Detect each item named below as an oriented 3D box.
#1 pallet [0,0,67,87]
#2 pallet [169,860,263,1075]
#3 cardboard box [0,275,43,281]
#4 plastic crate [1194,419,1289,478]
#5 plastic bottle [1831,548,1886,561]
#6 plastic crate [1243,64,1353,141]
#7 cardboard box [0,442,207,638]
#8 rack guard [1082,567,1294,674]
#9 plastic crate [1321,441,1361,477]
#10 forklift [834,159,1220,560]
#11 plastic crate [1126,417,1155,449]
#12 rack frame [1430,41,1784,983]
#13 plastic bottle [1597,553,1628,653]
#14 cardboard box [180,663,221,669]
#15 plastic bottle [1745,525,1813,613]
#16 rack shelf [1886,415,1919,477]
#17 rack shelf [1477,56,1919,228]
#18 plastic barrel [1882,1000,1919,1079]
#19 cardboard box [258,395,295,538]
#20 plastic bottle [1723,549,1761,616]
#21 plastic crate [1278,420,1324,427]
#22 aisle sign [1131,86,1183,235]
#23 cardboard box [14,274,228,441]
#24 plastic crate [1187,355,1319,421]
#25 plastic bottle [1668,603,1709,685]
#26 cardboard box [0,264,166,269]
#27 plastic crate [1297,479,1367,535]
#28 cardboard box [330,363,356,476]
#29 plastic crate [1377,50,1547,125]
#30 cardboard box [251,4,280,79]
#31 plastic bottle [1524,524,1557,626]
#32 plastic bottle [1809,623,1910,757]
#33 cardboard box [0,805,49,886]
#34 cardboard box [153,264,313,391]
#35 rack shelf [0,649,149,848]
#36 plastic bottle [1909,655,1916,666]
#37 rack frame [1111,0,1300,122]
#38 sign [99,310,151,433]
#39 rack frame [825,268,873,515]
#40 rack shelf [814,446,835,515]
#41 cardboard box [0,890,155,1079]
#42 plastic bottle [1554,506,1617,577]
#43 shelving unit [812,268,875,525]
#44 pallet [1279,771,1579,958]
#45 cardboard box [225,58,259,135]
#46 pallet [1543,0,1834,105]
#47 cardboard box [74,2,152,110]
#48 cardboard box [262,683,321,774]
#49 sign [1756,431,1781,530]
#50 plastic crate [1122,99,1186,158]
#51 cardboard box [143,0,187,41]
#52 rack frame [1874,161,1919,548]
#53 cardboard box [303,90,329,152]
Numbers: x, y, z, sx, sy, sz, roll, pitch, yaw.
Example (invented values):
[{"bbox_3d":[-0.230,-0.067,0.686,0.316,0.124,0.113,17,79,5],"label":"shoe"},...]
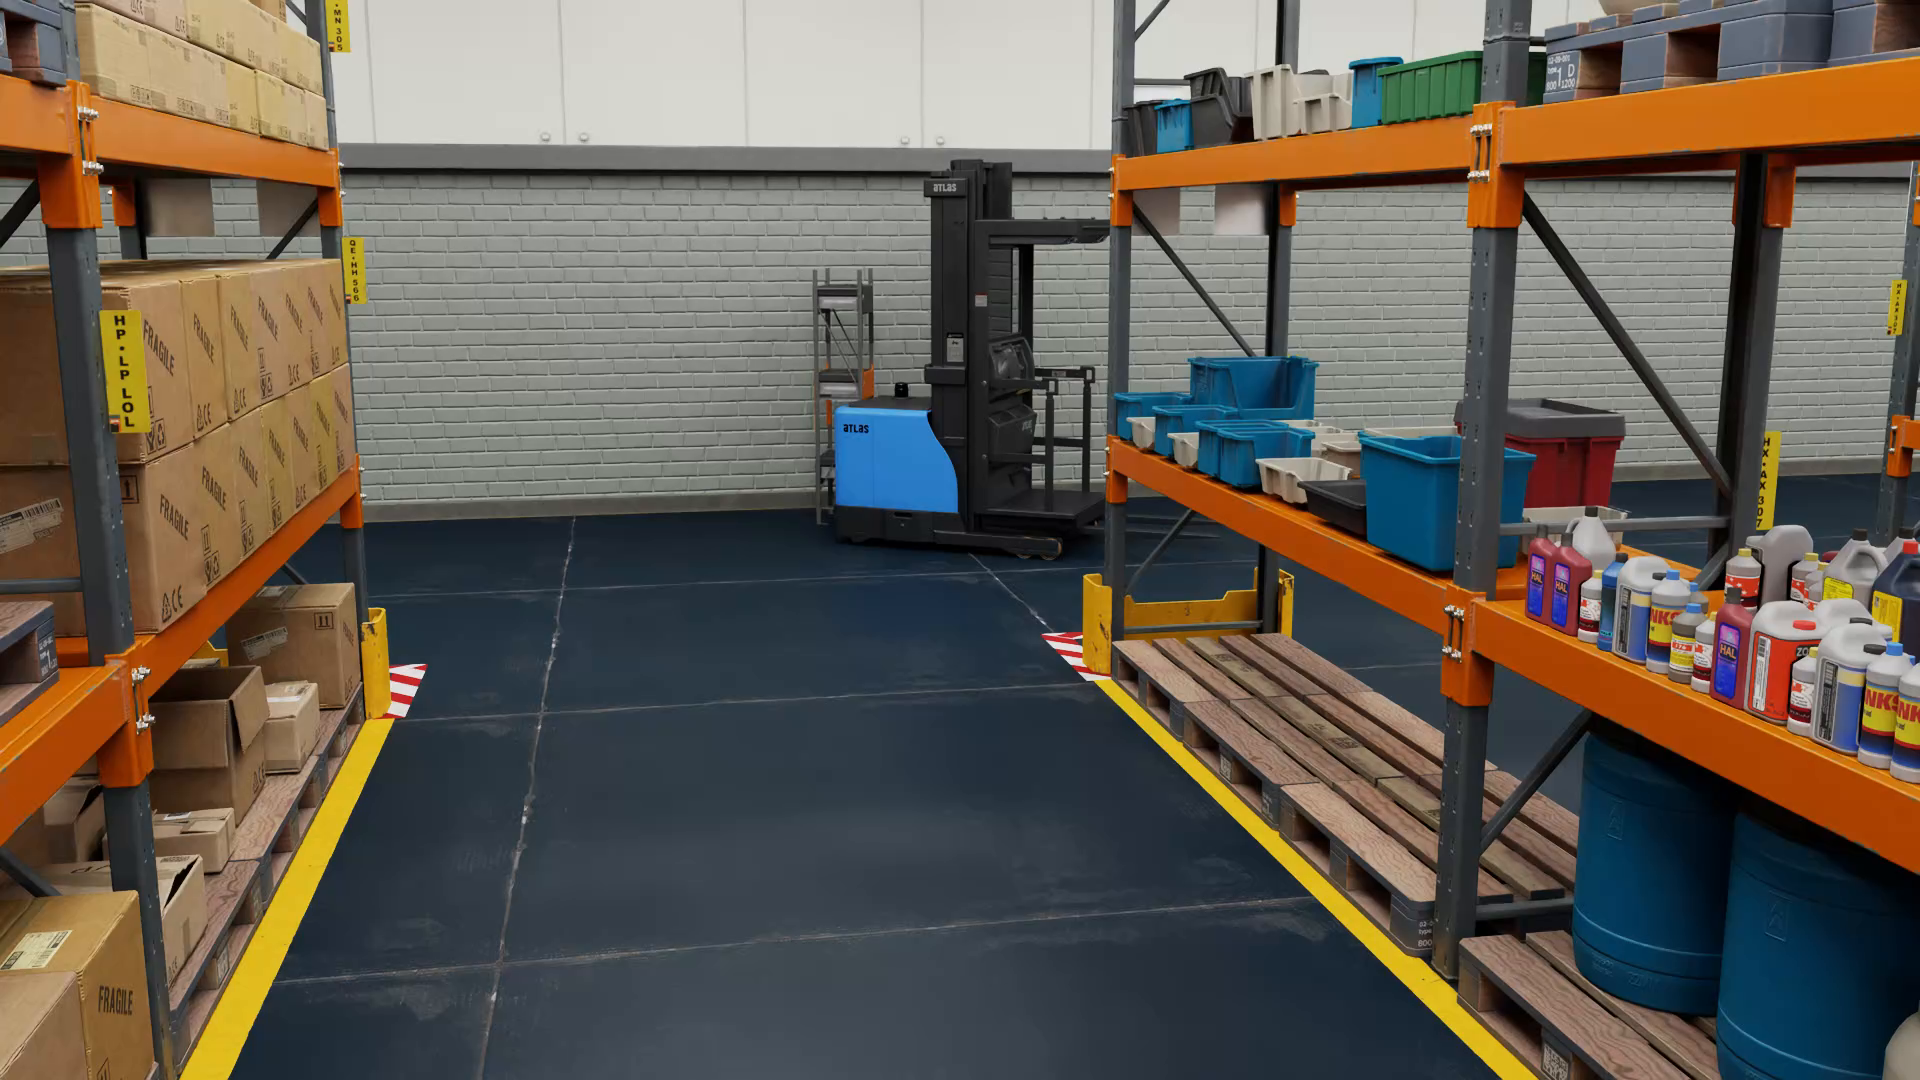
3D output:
[{"bbox_3d":[-2.710,-1.117,3.525,1.213,0.211,1.003,-2,11,-11],"label":"pallet"},{"bbox_3d":[-2.900,1.386,5.353,1.003,0.211,1.213,-2,11,-11],"label":"pallet"},{"bbox_3d":[-3.222,-0.576,5.258,0.500,0.500,0.500,-2,11,-12],"label":"cardboard box"},{"bbox_3d":[1.295,-0.420,7.668,0.416,0.233,0.300,-2,11,-11],"label":"plastic crate"},{"bbox_3d":[2.557,0.151,4.714,0.152,0.276,0.135,-2,11,-11],"label":"plastic bottle"},{"bbox_3d":[1.442,-1.769,6.763,0.437,0.282,0.530,-2,11,-11],"label":"plastic crate"},{"bbox_3d":[-2.600,-0.011,4.964,0.500,0.500,0.500,-2,11,-10],"label":"cardboard box"},{"bbox_3d":[1.296,0.453,9.482,1.175,0.500,0.348,-2,11,-11],"label":"rack guard"},{"bbox_3d":[1.846,-0.371,7.668,0.298,0.136,0.250,-2,11,-11],"label":"plastic crate"},{"bbox_3d":[0.584,-1.399,12.709,3.031,2.935,1.130,4,11,20],"label":"forklift"},{"bbox_3d":[1.020,-0.552,8.621,0.250,0.136,0.298,-2,11,-11],"label":"plastic crate"},{"bbox_3d":[2.092,-0.038,5.373,1.000,3.000,0.127,-2,11,-11],"label":"rack frame"},{"bbox_3d":[1.830,0.171,4.620,0.097,0.271,0.097,0,11,0],"label":"plastic bottle"},{"bbox_3d":[-3.621,0.744,7.440,0.500,0.250,0.500,-2,11,-11],"label":"cardboard box"},{"bbox_3d":[2.486,0.084,5.066,0.152,0.276,0.135,-2,11,-11],"label":"plastic bottle"},{"bbox_3d":[6.561,-0.231,8.314,1.077,0.370,4.000,-2,11,-11],"label":"rack shelf"},{"bbox_3d":[2.481,-0.791,3.232,1.077,0.370,4.000,-2,11,-11],"label":"rack shelf"},{"bbox_3d":[2.341,1.315,3.795,0.421,0.512,0.421,0,11,0],"label":"plastic barrel"},{"bbox_3d":[-2.898,-0.290,6.429,0.500,0.500,0.500,-2,11,-12],"label":"cardboard box"},{"bbox_3d":[2.367,0.128,5.032,0.097,0.201,0.097,0,11,0],"label":"plastic bottle"},{"bbox_3d":[1.650,-0.528,8.495,0.396,0.136,0.243,-2,11,-11],"label":"plastic crate"},{"bbox_3d":[1.009,-2.051,8.997,0.394,0.787,0.004,-2,11,-11],"label":"aisle sign"},{"bbox_3d":[-2.684,-0.590,5.332,0.500,0.500,0.500,-2,11,-13],"label":"cardboard box"},{"bbox_3d":[1.562,-0.764,8.931,0.616,0.435,0.499,-2,11,-11],"label":"plastic crate"},{"bbox_3d":[1.894,0.266,4.309,0.097,0.201,0.097,0,11,0],"label":"plastic bottle"},{"bbox_3d":[-3.516,-0.854,6.718,0.500,0.500,0.500,-2,11,-10],"label":"cardboard box"},{"bbox_3d":[1.611,-0.128,6.420,0.437,0.125,0.590,-2,11,-11],"label":"plastic crate"},{"bbox_3d":[-3.192,-0.569,7.896,0.500,0.500,0.500,-2,11,-9],"label":"cardboard box"},{"bbox_3d":[1.713,-1.474,5.463,0.450,0.188,0.662,-2,11,-11],"label":"plastic crate"},{"bbox_3d":[-3.005,-1.969,6.561,0.500,0.250,0.500,-2,11,-11],"label":"cardboard box"},{"bbox_3d":[1.745,0.102,4.949,0.061,0.283,0.133,-2,11,-11],"label":"plastic bottle"},{"bbox_3d":[2.033,0.334,3.750,0.152,0.276,0.135,-2,11,-11],"label":"plastic bottle"},{"bbox_3d":[-3.157,1.059,5.117,0.500,0.500,0.500,-2,11,-11],"label":"cardboard box"},{"bbox_3d":[-2.985,-0.873,6.820,0.500,0.500,0.500,-2,11,-9],"label":"cardboard box"},{"bbox_3d":[-2.379,0.862,2.570,1.077,0.370,4.000,-2,11,-11],"label":"rack shelf"},{"bbox_3d":[2.152,0.363,3.799,0.097,0.201,0.097,0,11,0],"label":"plastic bottle"},{"bbox_3d":[1.314,-3.719,8.666,1.000,3.000,0.127,-2,11,-11],"label":"rack frame"},{"bbox_3d":[-2.224,-0.448,4.431,0.100,0.325,0.005,-2,11,-11],"label":"sign"},{"bbox_3d":[-0.931,-1.247,14.135,0.400,2.100,0.015,1,11,7],"label":"rack frame"},{"bbox_3d":[-0.963,-0.501,14.030,0.431,0.518,0.480,1,11,7],"label":"rack shelf"},{"bbox_3d":[-2.391,1.234,4.202,0.500,0.500,0.500,-2,11,-11],"label":"cardboard box"},{"bbox_3d":[1.850,0.070,4.937,0.144,0.351,0.185,-2,11,-11],"label":"plastic bottle"},{"bbox_3d":[-0.963,-1.202,13.897,0.431,2.100,0.503,1,11,7],"label":"shelving unit"},{"bbox_3d":[1.911,1.199,6.335,1.003,0.211,1.213,-2,11,-11],"label":"pallet"},{"bbox_3d":[-2.909,-1.632,6.125,0.500,0.250,0.500,-2,11,-11],"label":"cardboard box"},{"bbox_3d":[2.340,-1.278,4.373,1.213,0.211,1.003,-2,11,-11],"label":"pallet"},{"bbox_3d":[-2.619,-1.356,4.679,0.500,0.250,0.500,-2,11,-11],"label":"cardboard box"},{"bbox_3d":[-3.043,0.809,7.102,0.500,0.250,0.500,-2,11,-11],"label":"cardboard box"},{"bbox_3d":[2.632,-0.193,5.450,0.100,0.325,0.005,-2,11,-11],"label":"sign"},{"bbox_3d":[1.115,-2.100,8.535,0.497,0.269,0.590,-2,11,-11],"label":"plastic crate"},{"bbox_3d":[-2.718,-1.694,5.114,0.500,0.250,0.500,-2,11,-11],"label":"cardboard box"},{"bbox_3d":[6.172,-0.952,10.174,1.000,3.000,0.127,-2,11,-11],"label":"rack frame"},{"bbox_3d":[-3.187,-1.907,7.573,0.500,0.250,0.500,-2,11,-11],"label":"cardboard box"}]
